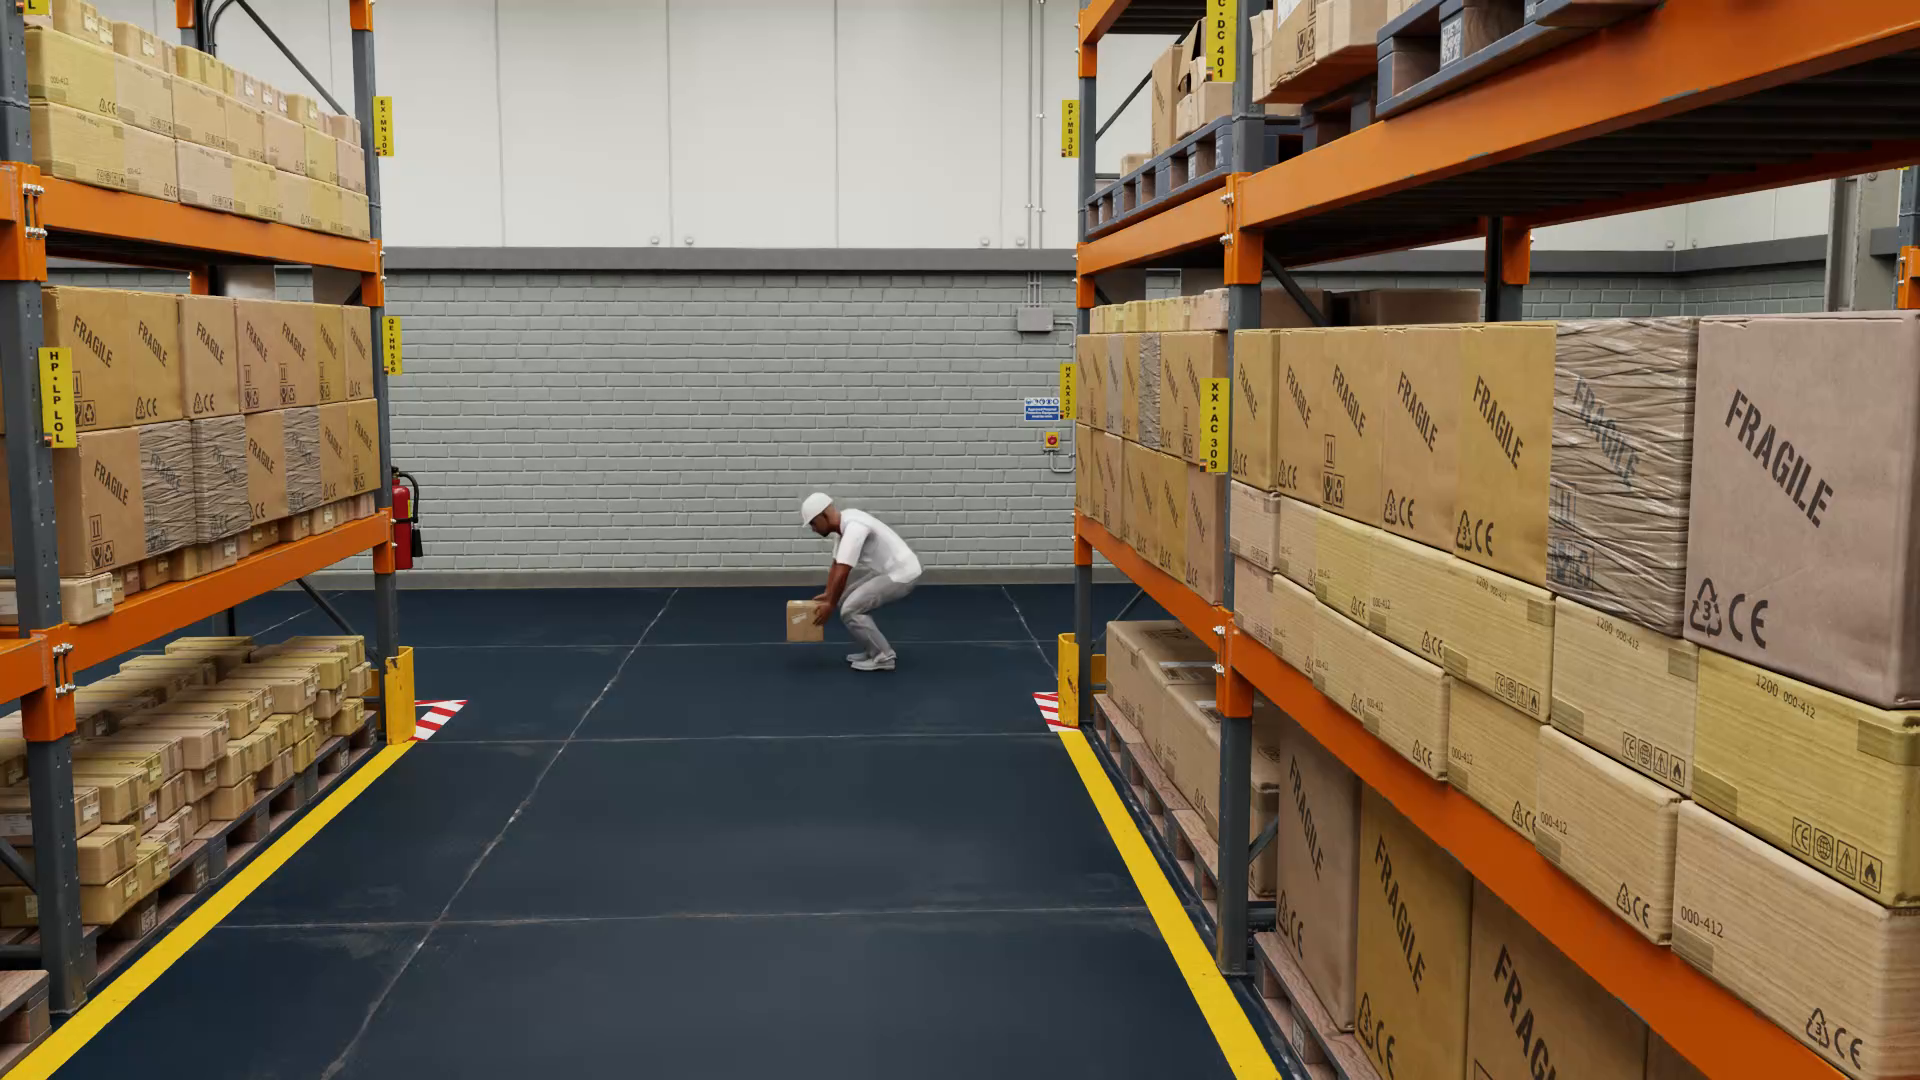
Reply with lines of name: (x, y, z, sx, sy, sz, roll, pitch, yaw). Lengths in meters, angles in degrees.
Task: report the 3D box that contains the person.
person: (-0.679, 0.281, 11.544, 0.831, 1.233, 0.623, 0, 7, -4)
